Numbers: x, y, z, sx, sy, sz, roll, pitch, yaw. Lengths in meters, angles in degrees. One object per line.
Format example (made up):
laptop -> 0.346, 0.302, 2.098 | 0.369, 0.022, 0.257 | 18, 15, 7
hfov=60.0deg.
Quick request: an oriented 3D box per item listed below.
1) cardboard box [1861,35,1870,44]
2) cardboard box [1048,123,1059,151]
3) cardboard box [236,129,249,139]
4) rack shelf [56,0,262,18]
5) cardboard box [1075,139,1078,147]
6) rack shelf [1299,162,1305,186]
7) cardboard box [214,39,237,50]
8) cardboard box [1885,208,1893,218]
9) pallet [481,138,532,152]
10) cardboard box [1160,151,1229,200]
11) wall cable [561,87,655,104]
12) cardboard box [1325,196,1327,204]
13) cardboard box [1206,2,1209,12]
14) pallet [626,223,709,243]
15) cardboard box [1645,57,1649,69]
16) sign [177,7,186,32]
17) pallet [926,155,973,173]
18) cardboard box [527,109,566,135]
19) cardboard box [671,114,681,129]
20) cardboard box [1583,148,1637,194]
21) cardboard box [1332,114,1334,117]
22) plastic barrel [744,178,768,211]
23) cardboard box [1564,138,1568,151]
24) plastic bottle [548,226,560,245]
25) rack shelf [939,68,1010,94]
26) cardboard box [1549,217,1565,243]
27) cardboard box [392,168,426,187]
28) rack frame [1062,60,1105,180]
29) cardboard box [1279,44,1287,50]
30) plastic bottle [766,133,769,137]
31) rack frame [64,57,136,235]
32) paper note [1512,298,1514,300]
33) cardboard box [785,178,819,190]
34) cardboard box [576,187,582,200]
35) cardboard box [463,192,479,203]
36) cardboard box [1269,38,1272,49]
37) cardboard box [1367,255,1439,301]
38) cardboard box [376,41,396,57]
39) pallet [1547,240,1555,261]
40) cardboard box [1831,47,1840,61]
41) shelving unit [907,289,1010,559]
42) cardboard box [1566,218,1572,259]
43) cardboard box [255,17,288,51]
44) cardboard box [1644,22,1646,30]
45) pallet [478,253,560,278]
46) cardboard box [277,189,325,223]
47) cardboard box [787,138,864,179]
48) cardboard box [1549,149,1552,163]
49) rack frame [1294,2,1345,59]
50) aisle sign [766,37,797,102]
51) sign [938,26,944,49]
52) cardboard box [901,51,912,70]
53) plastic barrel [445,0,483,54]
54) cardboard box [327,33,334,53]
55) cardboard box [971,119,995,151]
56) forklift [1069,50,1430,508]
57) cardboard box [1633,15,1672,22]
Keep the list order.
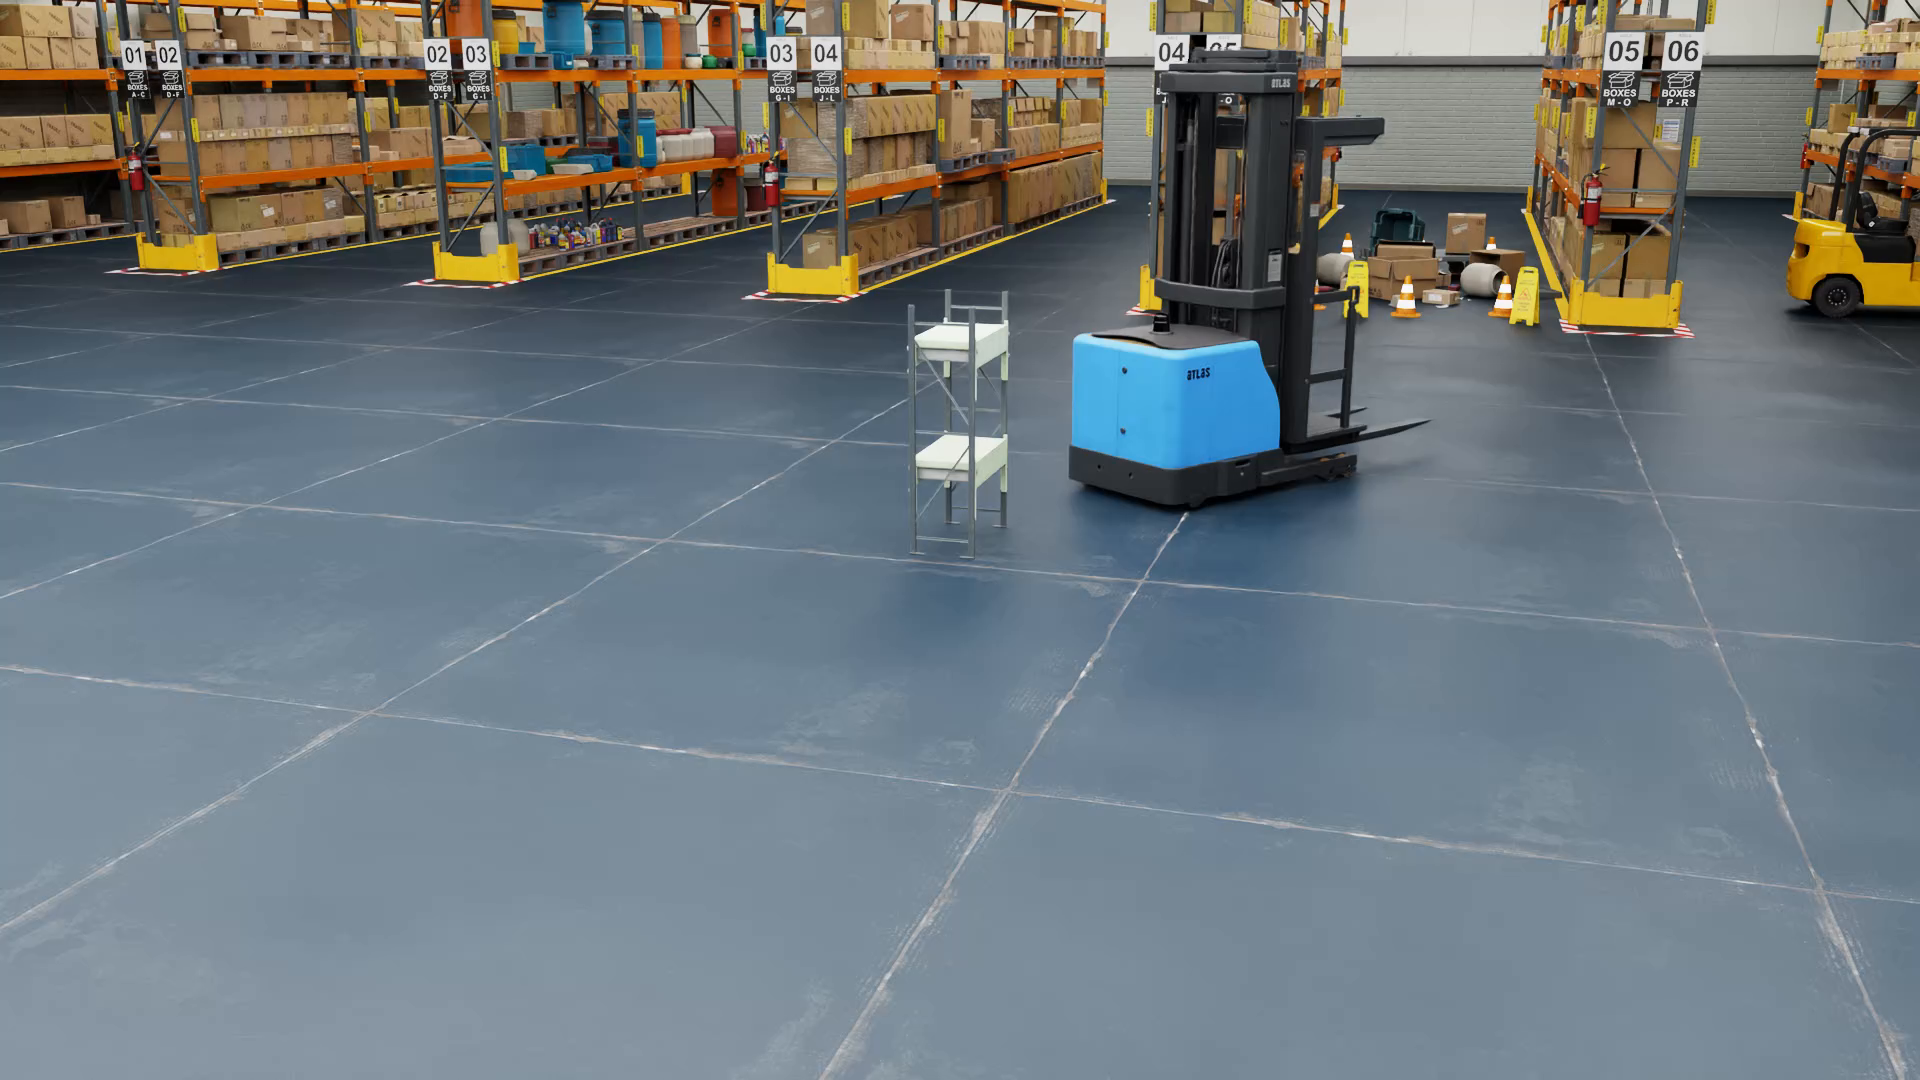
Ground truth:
cardboard box -> 15.227, -8.325, 27.649 | 0.380, 0.149, 0.250 | 5, 17, 17
cardboard box -> 1.600, -7.711, 31.835 | 0.500, 0.500, 0.500 | 5, 16, 16
cardboard box -> -10.900, -6.082, 24.905 | 0.380, 0.149, 0.250 | 4, 16, 15
rack shelf -> -14.482, -9.737, 30.217 | 1.077, 0.370, 4.000 | 5, 16, 16
cardboard box -> 2.168, -8.011, 33.535 | 0.380, 0.149, 0.250 | 4, 16, 15
rack shelf -> 5.629, -6.526, 29.159 | 1.077, 0.370, 4.000 | 5, 16, 16
cardboard box -> -10.933, -7.322, 24.583 | 0.380, 0.149, 0.250 | 5, 16, 16
cardboard box -> 14.662, -4.864, 25.793 | 0.500, 0.500, 0.500 | 4, 16, 15
pallet -> -9.037, -7.620, 32.048 | 1.213, 0.211, 1.003 | 5, 16, 16
cardboard box -> 2.849, -4.429, 20.171 | 0.875, 0.550, 0.550 | 5, 16, 16
wall cable -> -9.690, -12.850, 44.831 | 3.097, 2.526, 0.112 | 5, 16, 16
cardboard box -> 7.181, -6.844, 33.415 | 0.380, 0.149, 0.250 | 4, 16, 13
cardboard box -> 2.919, -6.659, 20.858 | 0.380, 0.149, 0.250 | 4, 16, 15
pallet -> -5.021, -5.285, 28.574 | 1.003, 0.211, 1.213 | 5, 16, 16
cardboard box -> 8.111, -5.491, 19.156 | 0.380, 0.149, 0.250 | 5, 16, 16
sign -> -10.906, -7.293, 23.301 | 0.100, 0.325, 0.005 | 5, 16, 16
pallet -> -0.446, -5.810, 25.667 | 1.003, 0.211, 1.213 | 5, 16, 16
cardboard box -> -8.510, -8.534, 33.968 | 0.700, 0.500, 0.500 | 7, 17, 25
cardboard box -> -6.756, -9.532, 38.255 | 0.500, 0.500, 0.500 | 5, 17, 18
cardboard box -> 7.452, -4.253, 19.098 | 0.500, 0.500, 0.500 | 4, 16, 15
cardboard box -> 7.167, -8.228, 33.112 | 0.500, 0.500, 0.500 | 5, 16, 16
plastic barrel -> -3.971, -6.611, 31.789 | 0.600, 0.588, 0.708 | 5, 16, 16
cardboard box -> 9.050, -5.878, 24.059 | 0.500, 0.500, 0.500 | 4, 16, 14
plastic bottle -> -6.204, -4.654, 25.427 | 0.152, 0.276, 0.135 | 5, 16, 16
rack shelf -> -0.234, -7.334, 26.509 | 1.077, 0.370, 4.000 | 5, 16, 16
cardboard box -> 9.665, -4.782, 25.739 | 0.950, 0.372, 0.625 | 3, 16, 12
cardboard box -> -12.466, -8.146, 37.363 | 0.700, 0.500, 0.500 | 5, 17, 17
rack frame -> 2.608, -8.853, 36.044 | 1.000, 3.000, 0.127 | 5, 16, 16
cardboard box -> 4.572, -7.221, 24.302 | 0.380, 0.149, 0.250 | 5, 16, 16
plastic bottle -> -3.879, -7.944, 33.065 | 0.152, 0.276, 0.135 | 5, 16, 16
rack frame -> -15.050, -6.866, 29.038 | 1.000, 3.000, 0.127 | 5, 16, 16
paper note -> 7.017, -3.058, 21.054 | 0.142, 0.019, 0.148 | -1, 16, -3
cardboard box -> -2.056, -4.637, 21.640 | 0.380, 0.149, 0.250 | 5, 16, 16
cardboard box -> -8.040, -7.305, 34.360 | 0.500, 0.500, 0.500 | 5, 16, 16
cardboard box -> -9.217, -6.385, 30.587 | 0.500, 0.311, 0.500 | 4, 16, 15
cardboard box -> 3.911, -6.554, 21.950 | 0.380, 0.149, 0.250 | 5, 16, 16
cardboard box -> 5.634, -3.353, 21.230 | 0.797, 0.503, 0.637 | -7, 17, -23
cardboard box -> -9.962, -8.360, 28.314 | 0.500, 0.250, 0.500 | 3, 16, 10
pallet -> 9.612, -4.446, 25.616 | 1.003, 0.211, 1.213 | 5, 16, 16
cardboard box -> 16.199, -8.852, 30.274 | 0.500, 0.250, 0.500 | 4, 16, 14
shelving unit -> -0.002, -0.720, 10.119 | 0.431, 1.500, 0.755 | 5, 16, 16
cardboard box -> 8.131, -3.910, 21.514 | 0.500, 0.500, 0.500 | 5, 17, 18
cardboard box -> -10.888, -7.824, 25.703 | 0.797, 0.503, 0.637 | 7, 17, 22
cardboard box -> 8.321, -6.077, 19.760 | 0.380, 0.149, 0.250 | 5, 17, 17
pallet -> -6.476, -3.945, 23.852 | 1.003, 0.211, 1.213 | 5, 16, 16
cardboard box -> -10.513, -5.323, 26.495 | 0.500, 0.500, 0.500 | 5, 16, 16
cardboard box -> -1.757, -5.000, 21.732 | 0.875, 0.500, 0.500 | 5, 16, 16
cardboard box -> 10.019, -6.337, 27.449 | 0.500, 0.250, 0.500 | 4, 16, 15
rack frame -> 7.334, -11.328, 33.776 | 1.000, 3.000, 0.127 | 5, 16, 16
aisle sign -> -2.245, -5.925, 20.956 | 0.394, 0.787, 0.004 | 5, 16, 16
sign -> -0.280, -7.365, 24.354 | 0.100, 0.325, 0.005 | 5, 16, 16
cardboard box -> -0.980, -6.675, 23.144 | 0.500, 0.250, 0.500 | 5, 16, 15
plastic barrel -> -6.672, -7.040, 22.598 | 0.600, 0.830, 0.708 | 5, 16, 16
cardboard box -> -13.228, -10.289, 34.622 | 0.700, 0.500, 0.500 | 4, 16, 15
cardboard box -> 0.156, -6.712, 27.543 | 0.700, 0.500, 0.500 | 7, 17, 24
forklift -> 2.223, -1.928, 11.755 | 3.031, 2.935, 1.130 | -12, 20, -37
cardboard box -> 9.381, -7.011, 22.644 | 0.500, 0.250, 0.500 | 4, 16, 15
